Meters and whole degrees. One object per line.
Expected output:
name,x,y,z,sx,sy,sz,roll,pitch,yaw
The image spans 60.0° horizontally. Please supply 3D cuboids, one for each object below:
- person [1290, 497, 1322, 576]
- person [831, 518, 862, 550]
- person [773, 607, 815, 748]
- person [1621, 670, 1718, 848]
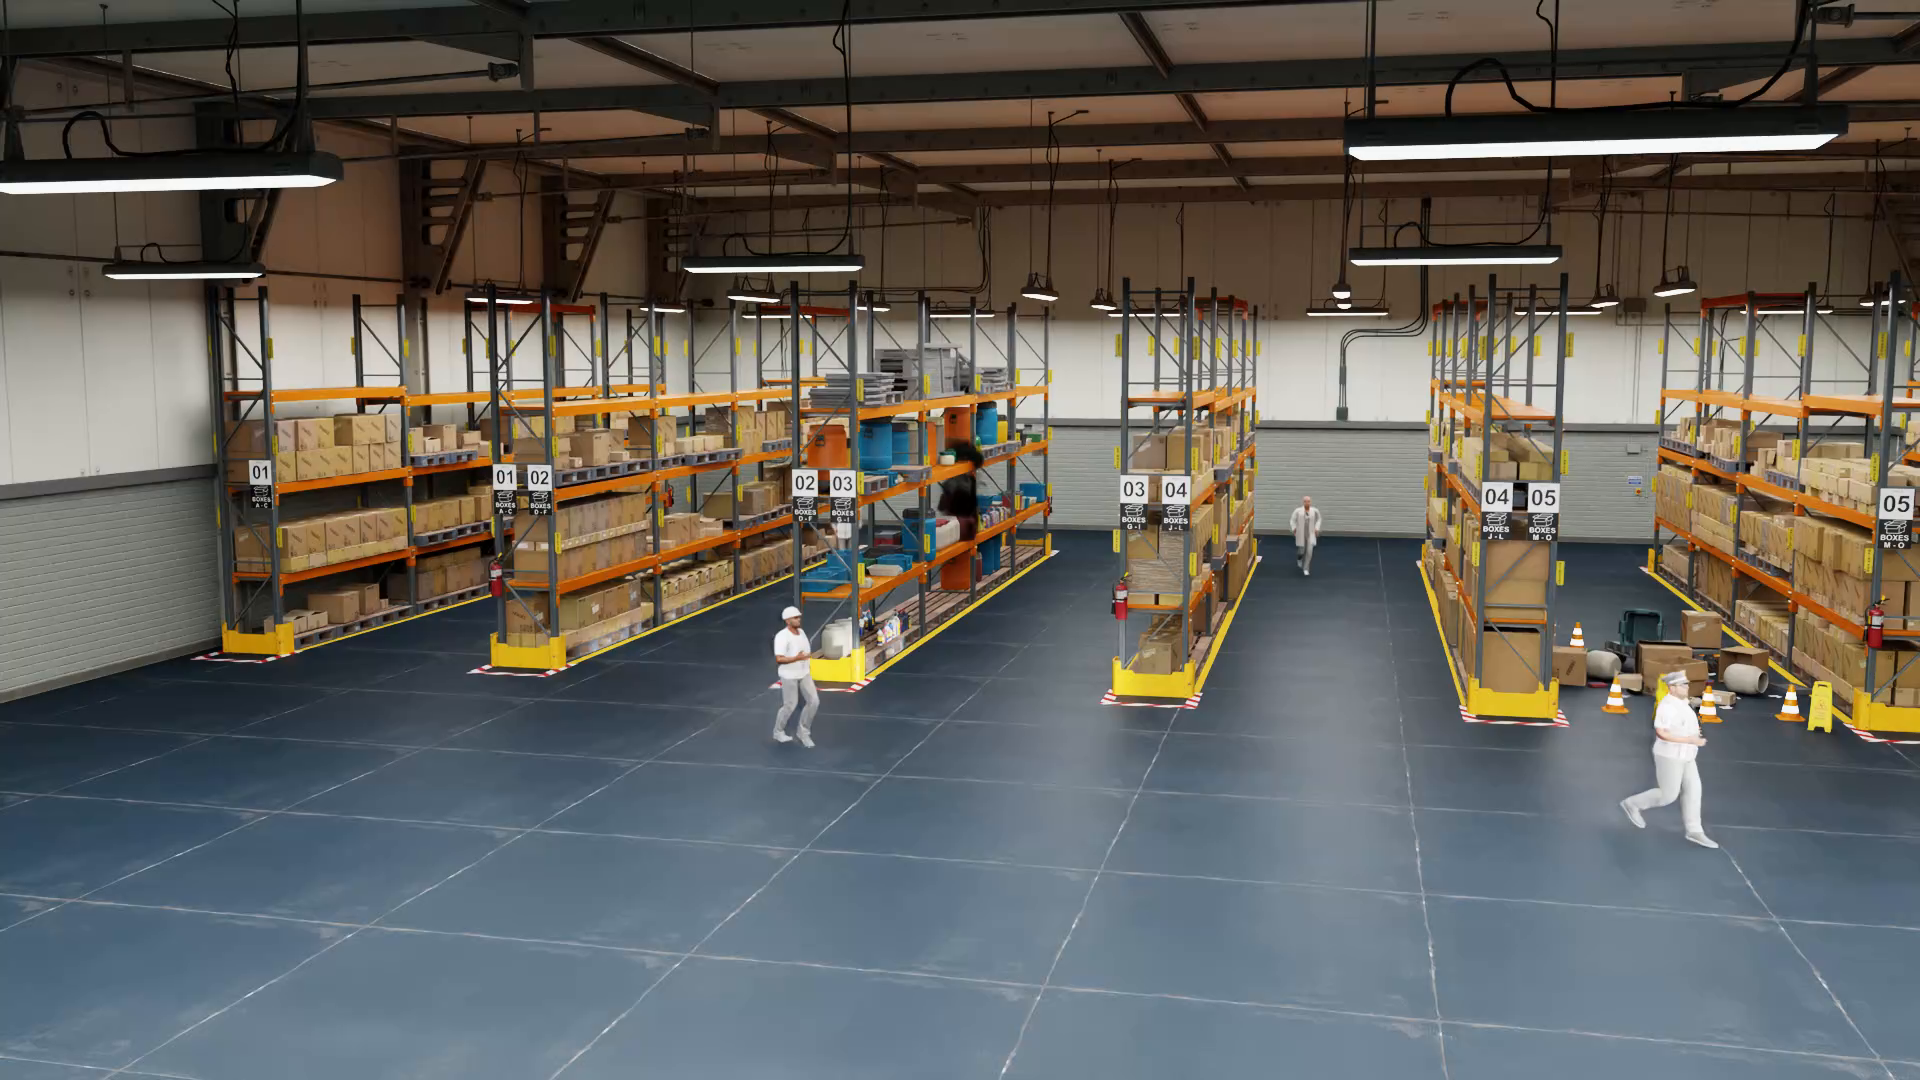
person,7.714,-0.111,37.110,0.694,1.740,0.815,1,7,6
person,-2.330,-0.055,34.046,0.657,1.737,0.528,0,7,2
person,-2.057,1.738,20.890,0.700,1.812,0.673,5,8,36
person,7.236,2.179,16.877,0.954,1.765,0.644,6,9,44
